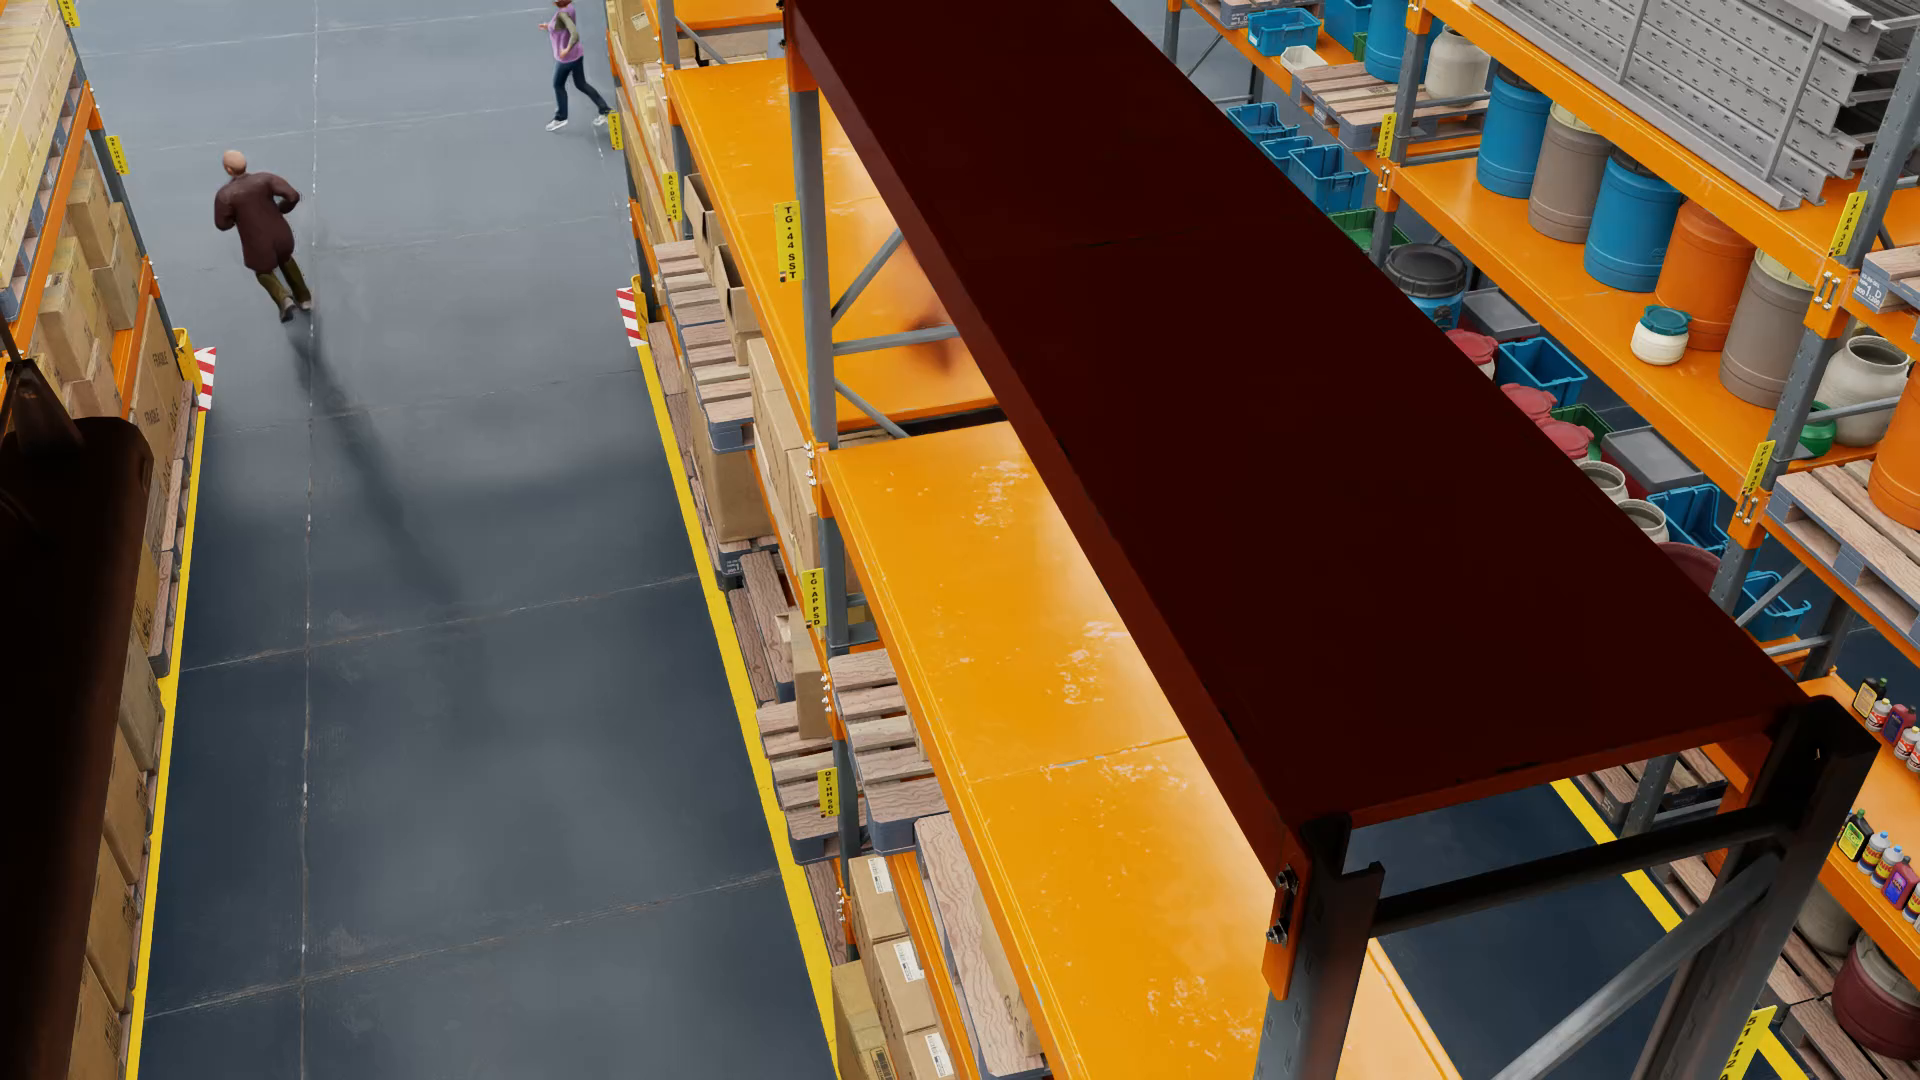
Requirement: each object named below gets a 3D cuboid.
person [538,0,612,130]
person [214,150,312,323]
[{"bbox_3d":[-4.234,-5.232,18.111,0.787,1.623,0.526,7,39,9],"label":"person"},{"bbox_3d":[-6.256,-2.713,14.909,0.731,1.723,0.733,-27,46,-30],"label":"person"}]
